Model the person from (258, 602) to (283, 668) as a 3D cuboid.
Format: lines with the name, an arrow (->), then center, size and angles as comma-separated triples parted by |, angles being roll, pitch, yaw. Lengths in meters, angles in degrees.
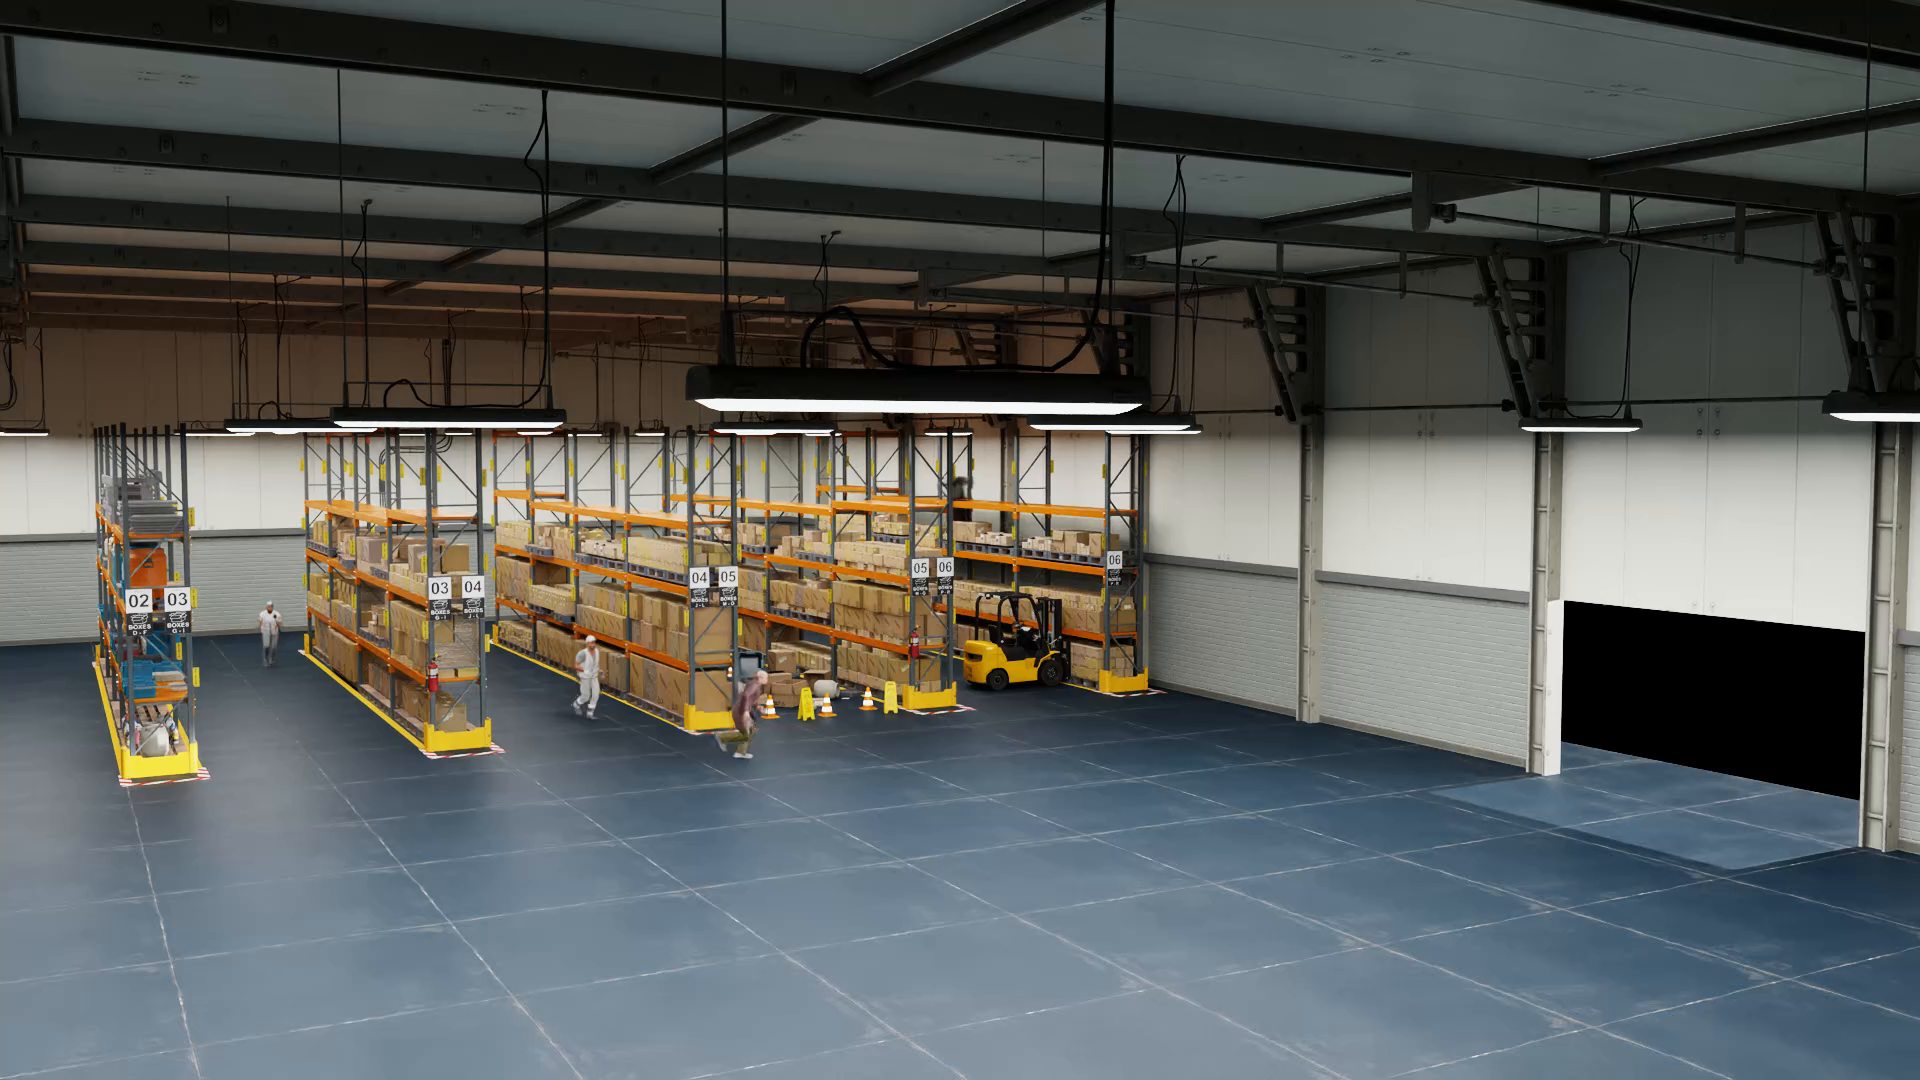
person -> -17.330, 2.378, 41.811 | 0.557, 1.676, 0.775 | -2, 4, -25

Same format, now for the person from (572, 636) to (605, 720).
person -> -7.637, 2.808, 33.999 | 0.790, 1.737, 0.651 | 3, 5, 44

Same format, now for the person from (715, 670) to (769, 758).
person -> -3.908, 3.136, 29.791 | 0.959, 1.589, 0.729 | 0, 3, -3
